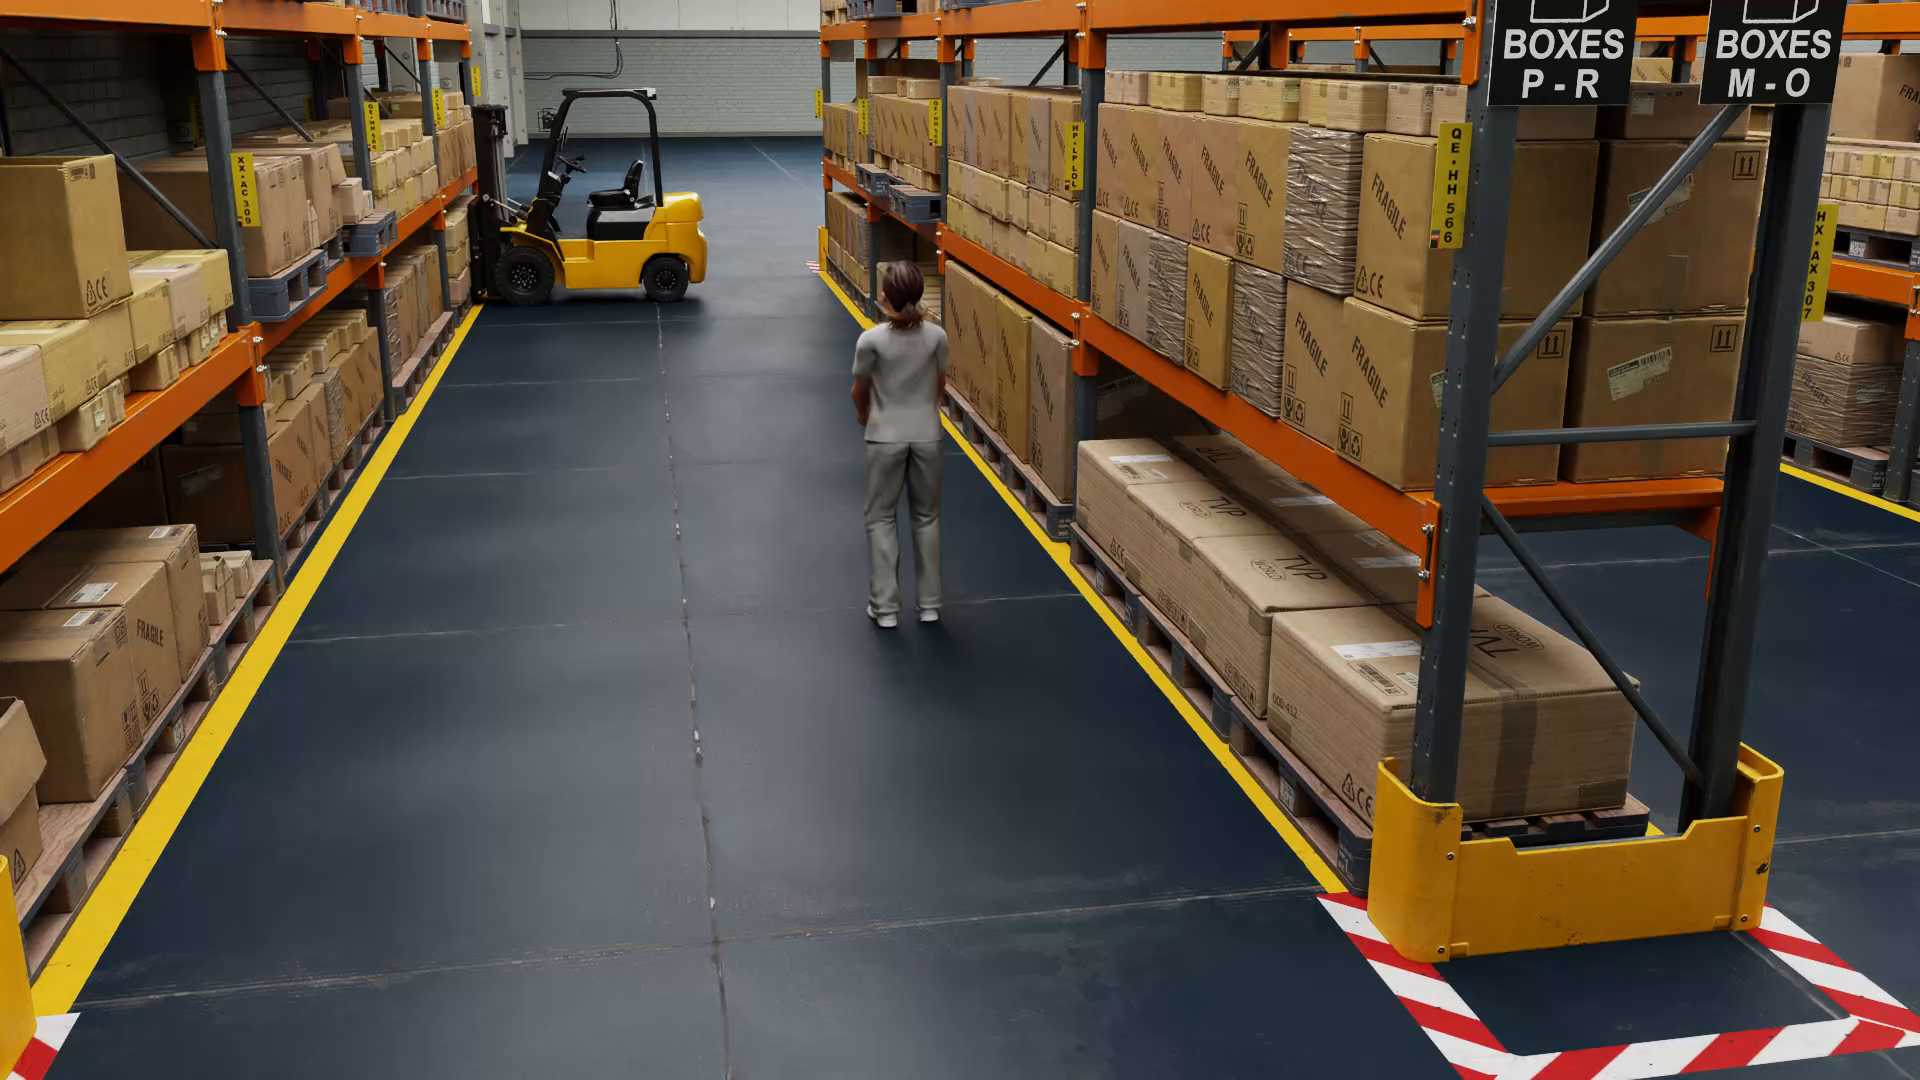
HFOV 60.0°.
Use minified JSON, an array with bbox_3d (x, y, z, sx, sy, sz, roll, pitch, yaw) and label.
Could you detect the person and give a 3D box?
[{"bbox_3d":[-0.279,-0.441,7.538,0.444,1.671,0.547,-4,17,-15],"label":"person"}]
